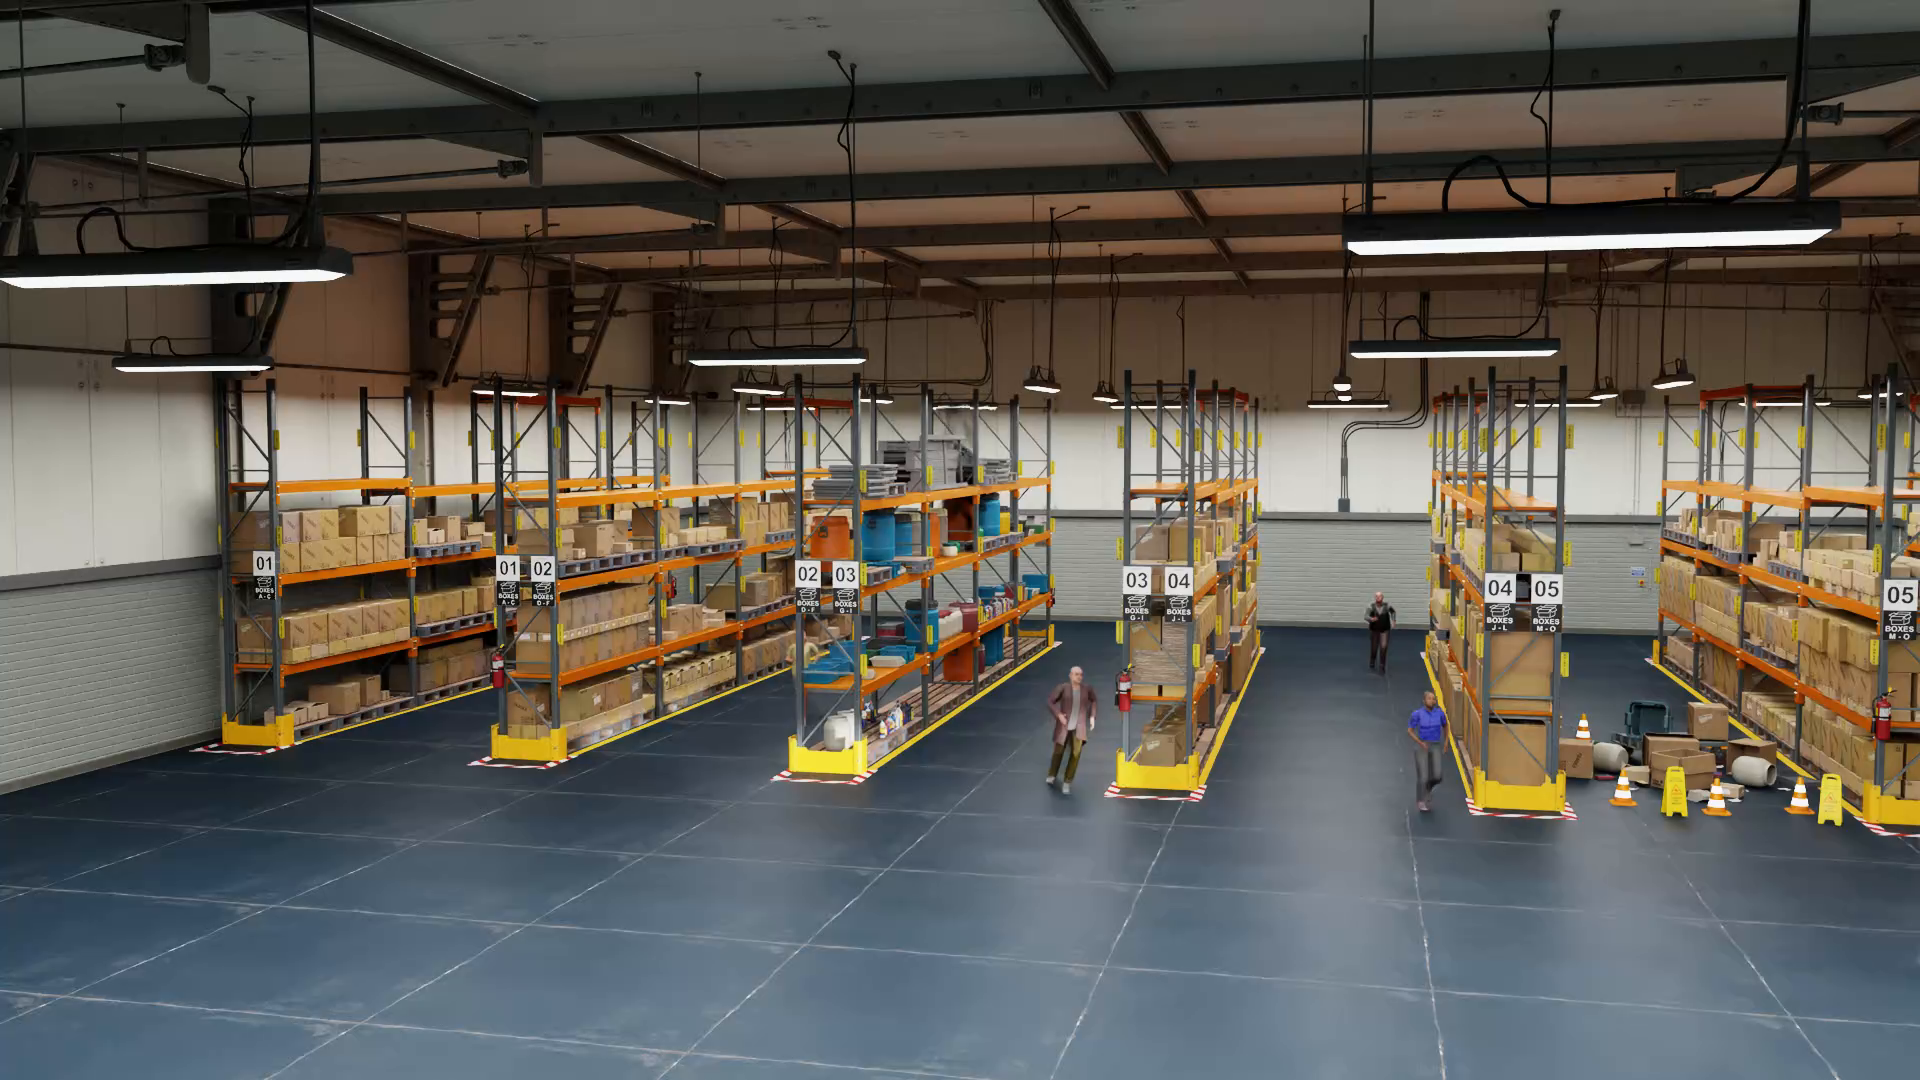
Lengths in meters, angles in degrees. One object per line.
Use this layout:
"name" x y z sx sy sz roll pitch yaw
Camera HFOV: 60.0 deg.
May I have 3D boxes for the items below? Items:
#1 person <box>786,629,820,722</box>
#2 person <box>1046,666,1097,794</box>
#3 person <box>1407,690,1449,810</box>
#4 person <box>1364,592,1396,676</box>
"person" -2.779 2.395 29.220 0.575 1.700 0.807 0 3 7
"person" 1.608 2.708 23.850 0.767 1.803 0.755 0 3 -3
"person" 6.368 2.856 22.542 0.619 1.602 0.543 0 3 -4
"person" 9.042 1.991 35.845 0.664 1.760 0.940 1 4 14
